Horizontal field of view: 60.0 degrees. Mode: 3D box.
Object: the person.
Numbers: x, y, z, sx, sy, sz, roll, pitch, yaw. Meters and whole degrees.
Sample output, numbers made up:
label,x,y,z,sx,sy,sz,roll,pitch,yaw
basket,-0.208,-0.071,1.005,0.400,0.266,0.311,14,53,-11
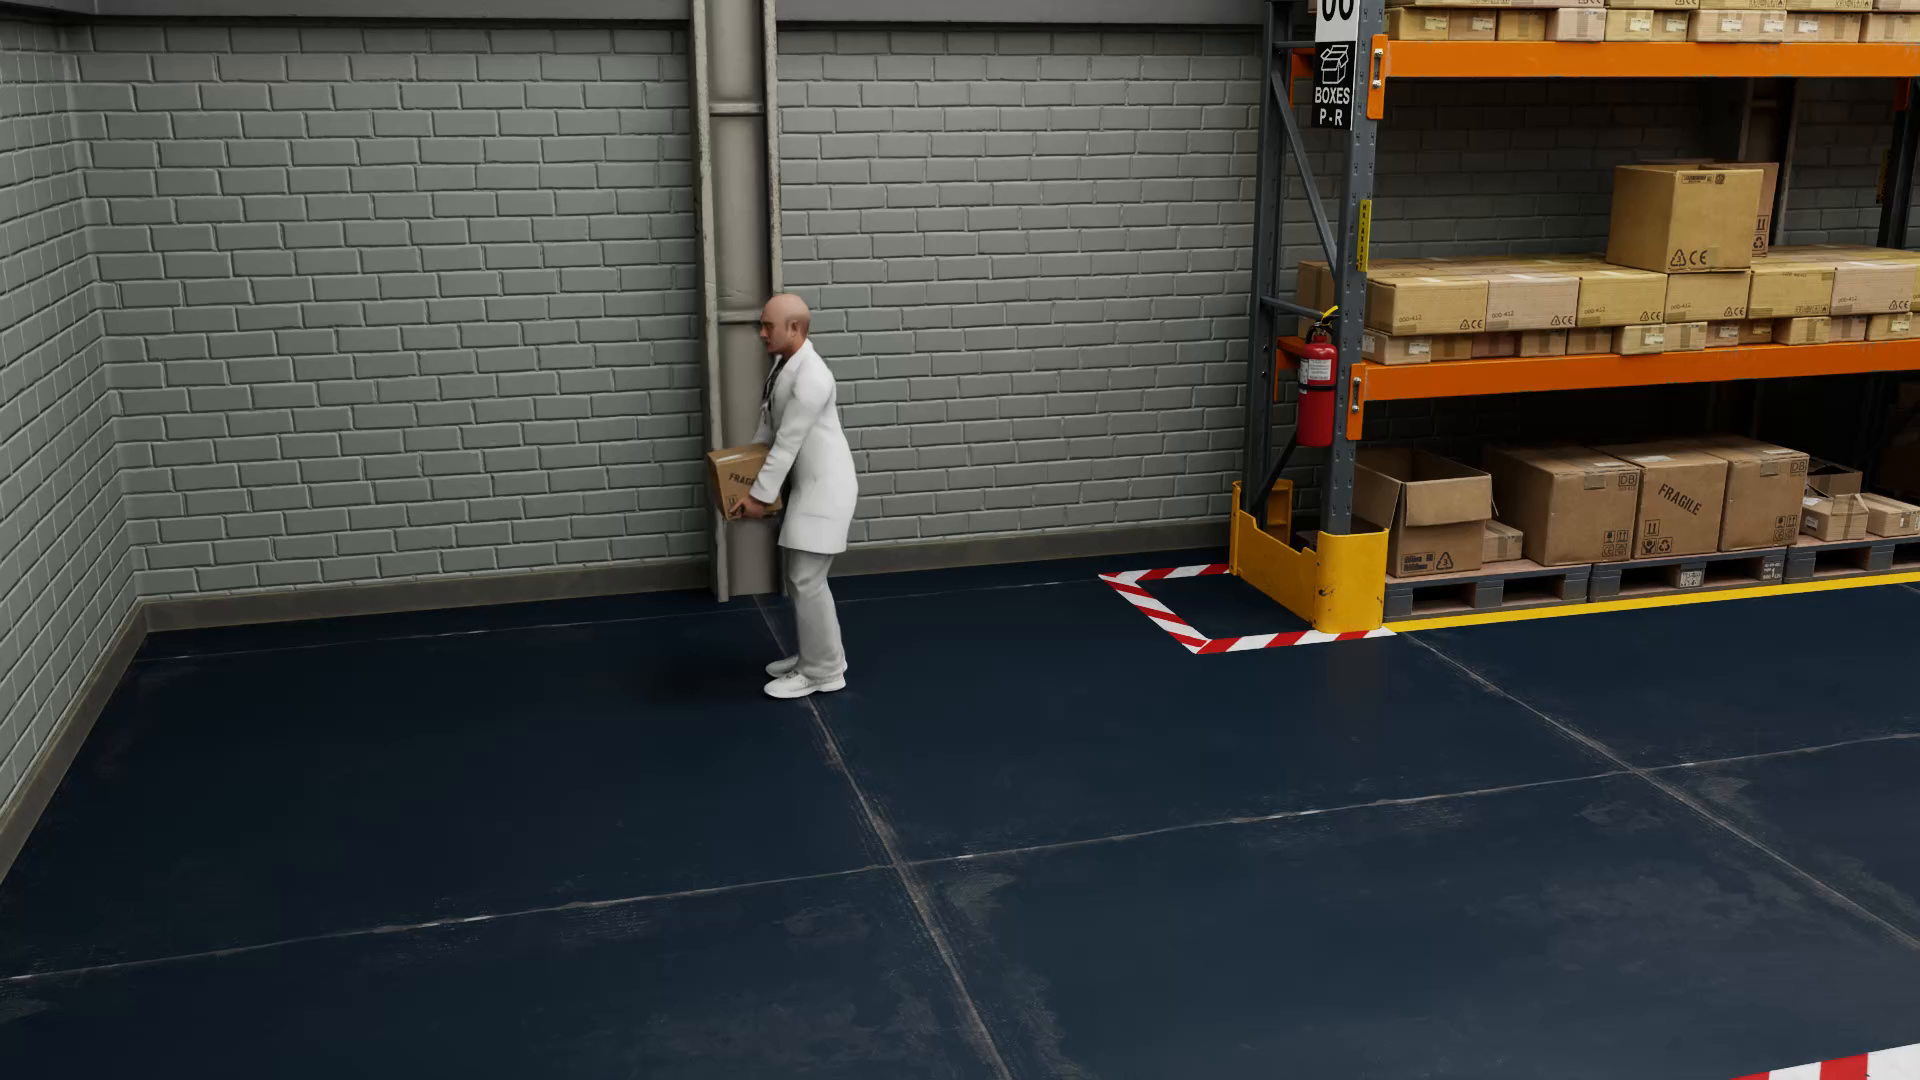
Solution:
label,x,y,z,sx,sy,sz,roll,pitch,yaw
person,-0.741,-0.192,7.271,0.582,1.767,0.532,-5,16,-16
